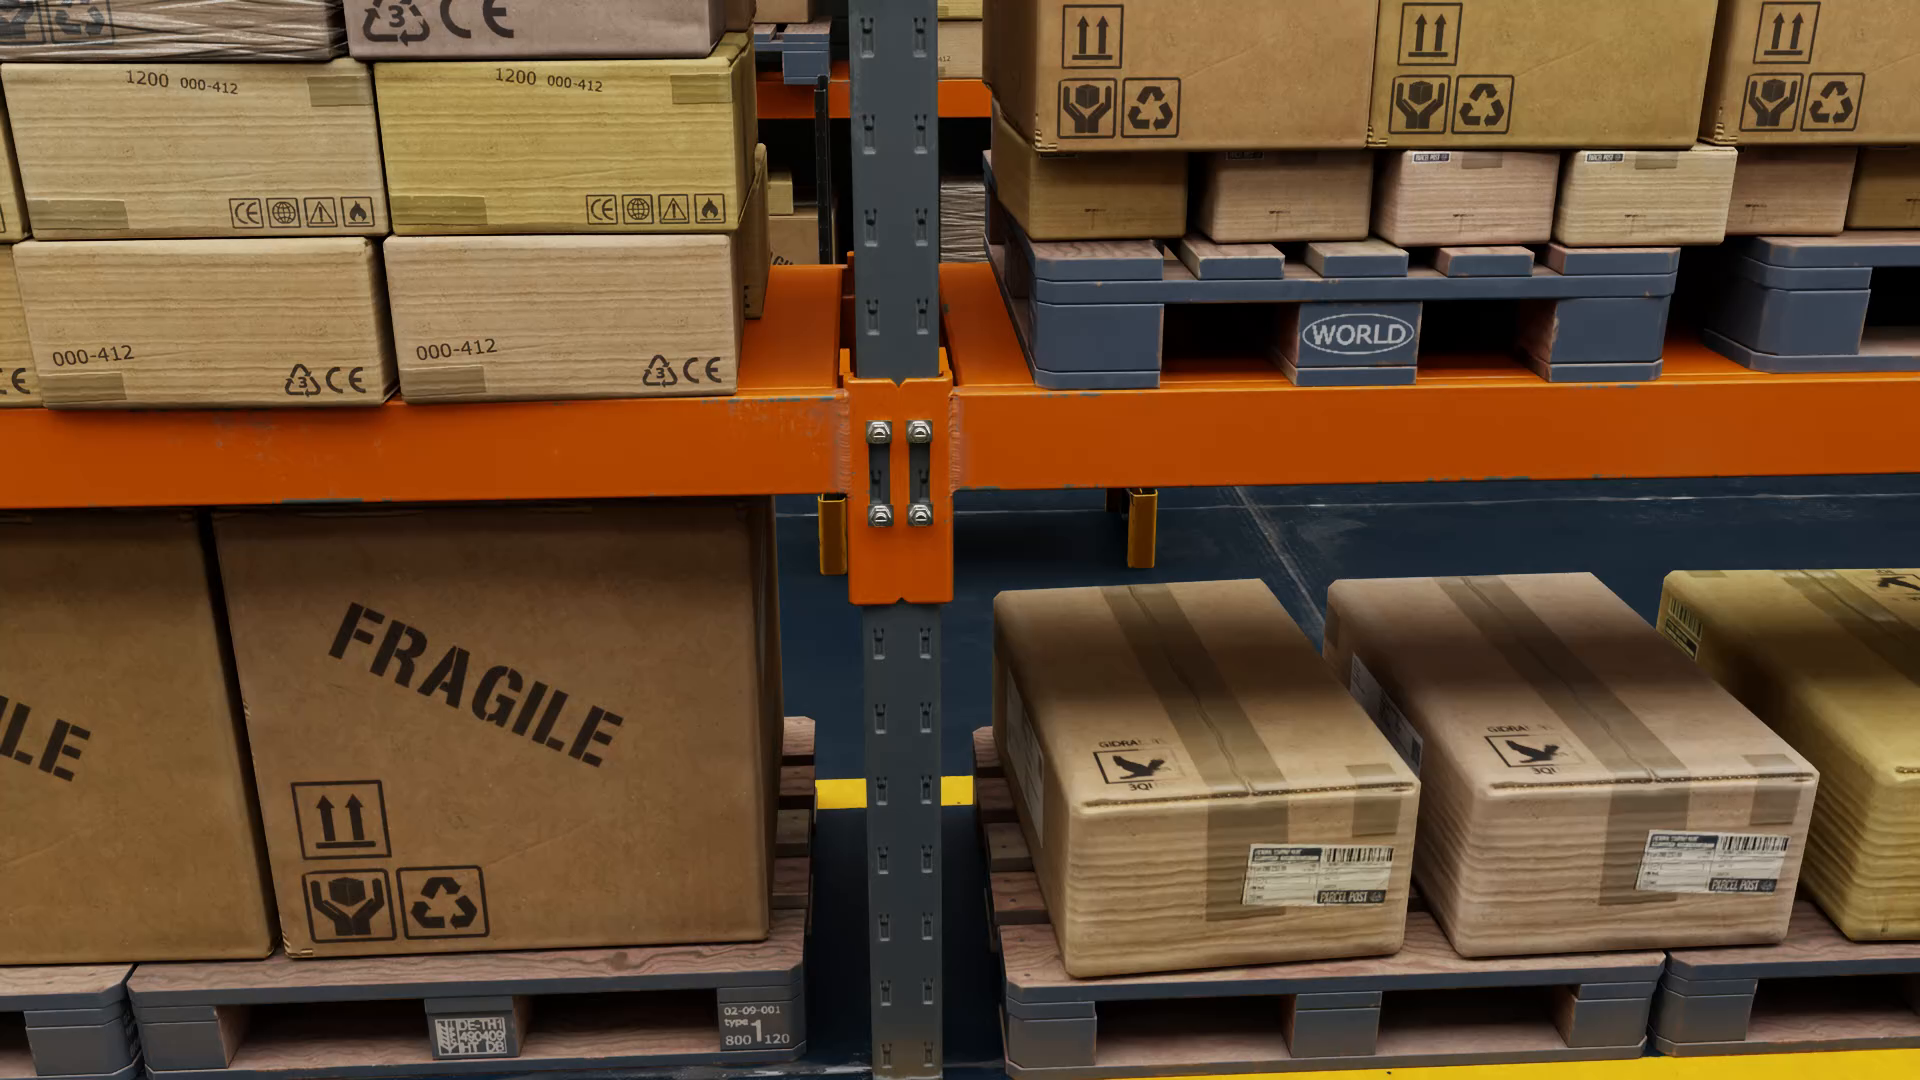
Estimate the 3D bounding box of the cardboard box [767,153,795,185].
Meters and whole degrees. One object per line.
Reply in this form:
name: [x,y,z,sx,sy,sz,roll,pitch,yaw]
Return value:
cardboard box: [-0.949,-1.783,8.099,0.250,0.149,0.380,0,21,0]

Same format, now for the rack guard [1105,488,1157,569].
rack guard: [0.573,-0.128,5.607,0.087,0.250,0.587,-1,21,-3]

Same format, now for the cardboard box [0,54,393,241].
cardboard box: [-1.104,-0.640,2.595,0.500,0.250,0.500,-2,21,-4]

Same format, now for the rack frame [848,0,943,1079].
rack frame: [-0.123,-0.588,2.951,0.127,3.000,1.000,-1,21,-3]

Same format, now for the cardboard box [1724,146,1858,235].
cardboard box: [1.284,-0.622,2.801,0.250,0.149,0.380,0,21,0]

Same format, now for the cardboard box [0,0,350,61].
cardboard box: [-1.136,-0.986,2.448,0.500,0.500,0.500,-1,21,-2]

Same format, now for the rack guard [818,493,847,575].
rack guard: [-0.421,-0.108,5.554,0.087,0.250,0.587,-1,21,-3]

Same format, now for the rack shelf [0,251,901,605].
rack shelf: [-2.120,-0.212,2.972,4.000,0.370,1.077,-1,21,-3]

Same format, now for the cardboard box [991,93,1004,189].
cardboard box: [0.191,-0.757,3.158,0.250,0.149,0.380,0,21,-1]

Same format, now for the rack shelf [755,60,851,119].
rack shelf: [-2.407,-1.975,7.603,4.000,0.370,1.077,-1,21,-3]

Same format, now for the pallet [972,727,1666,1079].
pallet: [0.657,0.699,3.487,1.213,0.211,1.003,-1,21,-3]

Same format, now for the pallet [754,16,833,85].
pallet: [-1.083,-2.223,7.514,1.003,0.211,1.213,-1,21,-3]

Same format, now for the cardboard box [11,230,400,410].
cardboard box: [-1.122,-0.400,2.666,0.500,0.250,0.500,-1,21,-2]

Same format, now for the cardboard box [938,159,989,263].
cardboard box: [0.213,-1.446,7.950,0.625,0.625,0.875,-1,21,-1]

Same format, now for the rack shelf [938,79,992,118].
rack shelf: [1.587,-2.056,7.817,4.000,0.370,1.077,-1,21,-3]

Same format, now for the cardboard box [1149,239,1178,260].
cardboard box: [0.865,-1.462,7.992,0.625,0.625,0.875,0,21,-1]

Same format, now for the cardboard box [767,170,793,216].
cardboard box: [-0.889,-1.583,7.574,0.250,0.149,0.380,-2,21,-6]

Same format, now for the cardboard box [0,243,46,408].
cardboard box: [-1.626,-0.395,2.654,0.500,0.250,0.500,-1,21,-4]

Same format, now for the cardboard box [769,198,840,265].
cardboard box: [-0.820,-1.295,7.729,0.500,0.500,0.500,-1,21,-1]

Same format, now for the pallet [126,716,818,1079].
pallet: [-0.914,0.704,3.475,1.213,0.211,1.003,-1,21,-3]

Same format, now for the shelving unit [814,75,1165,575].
shelving unit: [0.076,-0.702,5.358,1.083,1.500,0.587,-1,21,-3]

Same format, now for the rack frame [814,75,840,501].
rack frame: [-0.422,-0.692,5.332,0.032,1.500,0.500,-1,21,-3]

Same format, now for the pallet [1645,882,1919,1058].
pallet: [1.872,0.676,3.549,1.213,0.211,1.003,-1,21,-3]

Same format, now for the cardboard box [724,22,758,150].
cardboard box: [-0.643,-0.829,3.092,0.500,0.250,0.500,-1,21,-3]

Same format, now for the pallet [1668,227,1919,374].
pallet: [1.851,-0.554,3.129,1.213,0.211,1.003,-1,21,-3]

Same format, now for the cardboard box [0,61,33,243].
cardboard box: [-1.614,-0.622,2.548,0.500,0.250,0.500,-2,21,-4]

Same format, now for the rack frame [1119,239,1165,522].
rack frame: [0.593,-0.713,5.386,0.032,1.500,0.500,-1,21,-3]

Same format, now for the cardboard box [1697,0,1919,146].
cardboard box: [1.389,-0.924,2.682,0.500,0.500,0.500,-1,21,-2]

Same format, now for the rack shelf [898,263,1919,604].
rack shelf: [1.874,-0.293,3.185,4.000,0.370,1.077,-1,21,-3]

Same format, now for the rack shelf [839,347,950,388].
rack shelf: [0.085,-0.535,5.423,1.000,0.185,0.538,-1,21,-3]

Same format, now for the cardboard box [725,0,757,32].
cardboard box: [-0.629,-1.179,2.957,0.500,0.500,0.500,-2,21,-5]

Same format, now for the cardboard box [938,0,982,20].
cardboard box: [0.048,-2.428,7.292,0.500,0.250,0.500,-1,21,-3]

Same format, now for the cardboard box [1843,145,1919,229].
cardboard box: [1.564,-0.641,2.852,0.250,0.149,0.380,0,21,-1]

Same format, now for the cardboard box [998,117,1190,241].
cardboard box: [0.212,-0.608,2.765,0.250,0.149,0.380,-2,21,-6]

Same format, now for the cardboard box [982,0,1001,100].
cardboard box: [0.315,-1.078,3.089,0.500,0.500,0.500,-2,21,-5]

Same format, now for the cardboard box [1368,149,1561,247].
cardboard box: [0.772,-0.591,2.720,0.250,0.149,0.380,-3,21,-7]

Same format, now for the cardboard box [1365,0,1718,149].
cardboard box: [0.859,-0.910,2.648,0.500,0.500,0.500,0,21,0]

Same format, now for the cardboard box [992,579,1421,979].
cardboard box: [0.442,0.435,3.364,0.625,0.372,0.950,-3,21,-7]

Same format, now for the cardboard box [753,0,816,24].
cardboard box: [-0.933,-2.640,7.608,0.500,0.500,0.500,0,21,-1]

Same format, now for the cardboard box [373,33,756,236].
cardboard box: [-0.592,-0.652,2.626,0.500,0.250,0.500,-1,21,-3]

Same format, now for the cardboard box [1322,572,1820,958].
cardboard box: [1.178,0.418,3.411,0.625,0.372,0.950,-2,21,-4]

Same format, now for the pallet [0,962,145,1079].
pallet: [-2.130,0.728,3.413,1.213,0.211,1.003,-1,21,-3]

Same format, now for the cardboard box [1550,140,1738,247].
cardboard box: [1.048,-0.589,2.715,0.250,0.149,0.380,-1,21,-3]

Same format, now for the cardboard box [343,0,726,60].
cardboard box: [-0.624,-0.999,2.483,0.500,0.500,0.500,-2,21,-5]

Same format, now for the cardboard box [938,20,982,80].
cardboard box: [0.047,-2.204,7.404,0.500,0.250,0.500,-1,21,-3]

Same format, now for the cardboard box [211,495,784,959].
cardboard box: [-0.817,0.193,3.295,0.875,0.875,0.875,-1,21,-4]

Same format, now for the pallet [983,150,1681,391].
pallet: [0.582,-0.551,3.122,1.003,0.211,1.213,-1,21,-3]

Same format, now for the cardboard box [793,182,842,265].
cardboard box: [-0.847,-1.471,8.191,0.500,0.500,0.500,0,21,-1]

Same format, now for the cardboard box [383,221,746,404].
cardboard box: [-0.613,-0.416,2.708,0.500,0.250,0.500,-2,21,-5]

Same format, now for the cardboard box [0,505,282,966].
cardboard box: [-1.708,0.209,3.251,0.875,0.875,0.875,-1,21,-2]

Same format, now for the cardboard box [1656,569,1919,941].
cardboard box: [1.935,0.404,3.446,0.625,0.372,0.950,0,21,-1]

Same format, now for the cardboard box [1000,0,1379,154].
cardboard box: [0.339,-0.897,2.613,0.500,0.500,0.500,-2,21,-5]

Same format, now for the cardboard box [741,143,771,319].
cardboard box: [-0.626,-0.598,3.186,0.500,0.250,0.500,-2,21,-4]

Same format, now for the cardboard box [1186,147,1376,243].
cardboard box: [0.496,-0.602,2.748,0.250,0.149,0.380,-2,21,-6]
